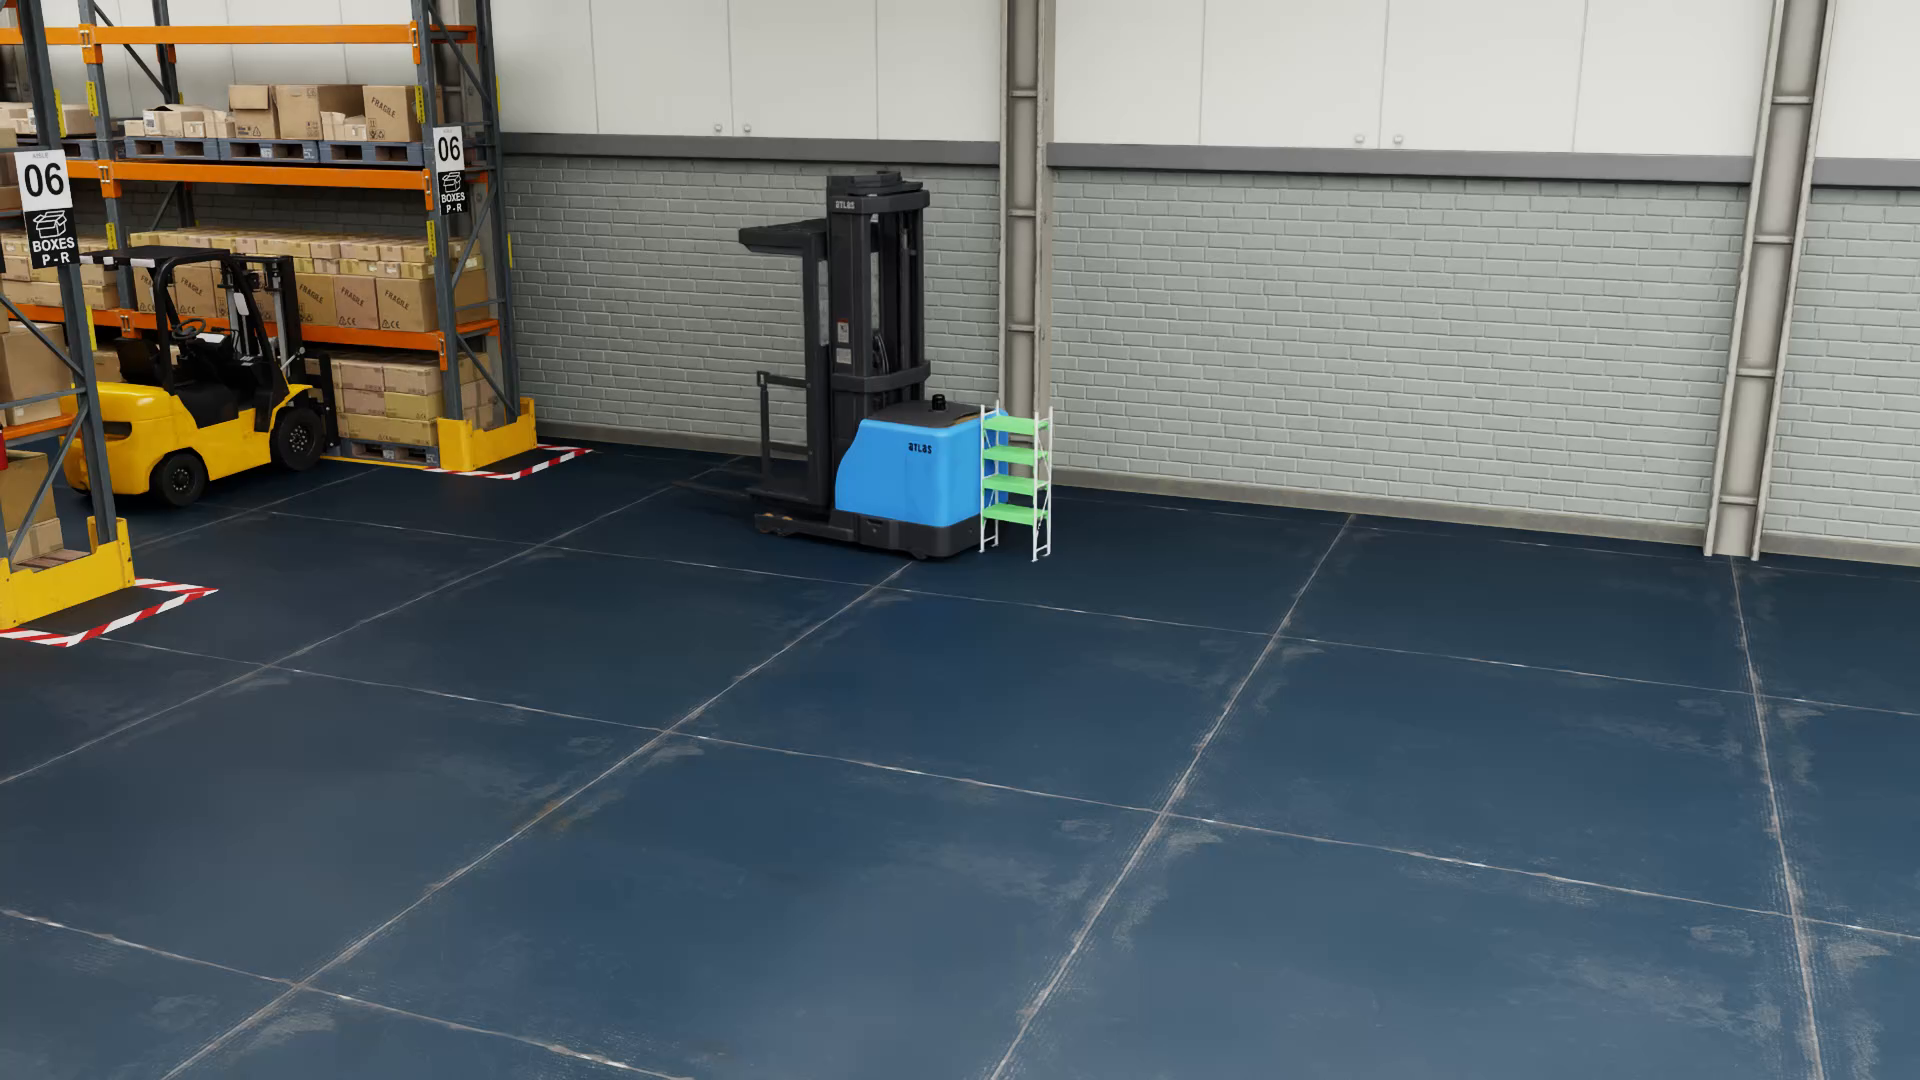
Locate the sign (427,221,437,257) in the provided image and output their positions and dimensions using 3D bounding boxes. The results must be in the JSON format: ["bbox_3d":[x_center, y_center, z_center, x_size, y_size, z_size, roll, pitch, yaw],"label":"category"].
[{"bbox_3d":[-4.890,-2.790,15.404,0.005,0.325,0.100,6,17,21],"label":"sign"}]

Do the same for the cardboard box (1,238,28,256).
[{"bbox_3d":[-9.998,-3.129,17.729,0.250,0.149,0.380,6,17,21],"label":"cardboard box"}]

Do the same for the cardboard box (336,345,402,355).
[{"bbox_3d":[-5.983,-1.824,16.960,0.500,0.250,0.500,6,17,20],"label":"cardboard box"}]

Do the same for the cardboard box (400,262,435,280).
[{"bbox_3d":[-5.104,-2.582,15.845,0.250,0.149,0.380,7,17,21],"label":"cardboard box"}]

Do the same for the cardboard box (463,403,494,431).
[{"bbox_3d":[-5.063,-1.242,16.750,0.500,0.250,0.500,6,17,21],"label":"cardboard box"}]

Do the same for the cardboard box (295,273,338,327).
[{"bbox_3d":[-6.189,-2.398,16.374,0.500,0.500,0.500,6,17,20],"label":"cardboard box"}]

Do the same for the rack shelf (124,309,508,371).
[{"bbox_3d":[-6.539,-2.119,16.883,4.000,0.370,1.077,6,17,21],"label":"rack shelf"}]

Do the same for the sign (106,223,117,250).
[{"bbox_3d":[-8.589,-3.045,16.849,0.005,0.325,0.100,6,17,21],"label":"sign"}]

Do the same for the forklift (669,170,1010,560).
[{"bbox_3d":[-1.108,-1.546,13.742,3.031,2.935,1.130,10,19,31],"label":"forklift"}]

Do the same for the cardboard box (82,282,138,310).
[{"bbox_3d":[-8.964,-2.581,17.452,0.500,0.250,0.500,7,17,22],"label":"cardboard box"}]

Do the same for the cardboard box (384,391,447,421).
[{"bbox_3d":[-5.246,-1.350,16.225,0.500,0.250,0.500,6,17,20],"label":"cardboard box"}]

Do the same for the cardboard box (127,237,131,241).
[{"bbox_3d":[-8.878,-3.161,17.840,0.250,0.149,0.380,6,17,19],"label":"cardboard box"}]

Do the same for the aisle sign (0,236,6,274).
[{"bbox_3d":[-6.545,-2.139,10.999,0.004,0.787,0.394,6,17,21],"label":"aisle sign"}]

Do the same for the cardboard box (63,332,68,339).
[{"bbox_3d":[-10.308,-1.939,18.477,0.625,0.625,0.875,6,17,18],"label":"cardboard box"}]

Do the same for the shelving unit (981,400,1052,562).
[{"bbox_3d":[0.442,-0.469,13.136,0.503,1.200,0.258,10,19,31],"label":"shelving unit"}]

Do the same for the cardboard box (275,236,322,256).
[{"bbox_3d":[-6.518,-2.900,16.405,0.250,0.149,0.380,7,17,21],"label":"cardboard box"}]

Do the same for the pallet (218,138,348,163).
[{"bbox_3d":[-6.465,-3.861,16.373,1.213,0.211,1.003,6,17,21],"label":"pallet"}]

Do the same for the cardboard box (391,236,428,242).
[{"bbox_3d":[-5.394,-2.911,16.444,0.250,0.149,0.380,7,17,22],"label":"cardboard box"}]

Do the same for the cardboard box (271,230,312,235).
[{"bbox_3d":[-6.812,-3.078,17.019,0.250,0.149,0.380,6,17,20],"label":"cardboard box"}]

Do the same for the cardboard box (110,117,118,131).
[{"bbox_3d":[-9.117,-4.376,17.506,0.250,0.149,0.380,6,17,21],"label":"cardboard box"}]

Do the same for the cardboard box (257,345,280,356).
[{"bbox_3d":[-7.125,-1.797,16.868,0.500,0.250,0.500,7,18,23],"label":"cardboard box"}]

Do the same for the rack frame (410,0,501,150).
[{"bbox_3d":[-4.678,-5.141,15.241,0.127,3.000,1.000,6,17,21],"label":"rack frame"}]

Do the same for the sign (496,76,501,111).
[{"bbox_3d":[-4.469,-4.302,16.020,0.005,0.325,0.100,6,17,21],"label":"sign"}]

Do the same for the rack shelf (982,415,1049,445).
[{"bbox_3d":[0.442,-0.868,13.020,0.480,0.148,0.258,10,19,31],"label":"rack shelf"}]

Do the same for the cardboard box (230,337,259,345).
[{"bbox_3d":[-7.394,-1.982,17.507,0.500,0.250,0.500,6,17,20],"label":"cardboard box"}]

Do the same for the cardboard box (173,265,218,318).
[{"bbox_3d":[-7.592,-2.555,16.915,0.500,0.500,0.500,7,17,22],"label":"cardboard box"}]

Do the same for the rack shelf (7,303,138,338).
[{"bbox_3d":[-10.260,-2.528,18.292,4.000,0.370,1.077,6,17,21],"label":"rack shelf"}]

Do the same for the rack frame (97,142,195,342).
[{"bbox_3d":[-8.399,-2.669,17.487,0.127,3.000,1.000,6,17,21],"label":"rack frame"}]

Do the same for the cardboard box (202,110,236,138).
[{"bbox_3d":[-7.130,-4.064,16.221,0.258,0.266,0.396,6,17,19],"label":"cardboard box"}]

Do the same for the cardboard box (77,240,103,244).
[{"bbox_3d":[-9.254,-3.066,17.513,0.250,0.149,0.380,6,17,21],"label":"cardboard box"}]

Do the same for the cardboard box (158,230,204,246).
[{"bbox_3d":[-7.929,-3.063,16.968,0.250,0.149,0.380,7,17,21],"label":"cardboard box"}]

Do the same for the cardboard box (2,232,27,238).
[{"bbox_3d":[-10.308,-3.305,18.335,0.250,0.149,0.380,7,18,22],"label":"cardboard box"}]

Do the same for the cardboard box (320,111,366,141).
[{"bbox_3d":[-5.797,-3.917,15.716,0.258,0.266,0.396,6,17,21],"label":"cardboard box"}]

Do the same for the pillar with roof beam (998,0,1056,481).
[{"bbox_3d":[-0.993,-3.716,10.332,0.400,9.000,9.100,6,17,21],"label":"pillar with roof beam"}]

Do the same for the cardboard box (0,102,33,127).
[{"bbox_3d":[-9.876,-4.406,17.317,0.500,0.311,0.500,6,17,19],"label":"cardboard box"}]

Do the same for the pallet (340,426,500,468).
[{"bbox_3d":[-5.405,-0.988,16.699,1.213,0.211,1.003,6,17,21],"label":"pallet"}]

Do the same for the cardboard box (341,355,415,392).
[{"bbox_3d":[-5.698,-1.638,16.322,0.500,0.250,0.500,7,17,22],"label":"cardboard box"}]

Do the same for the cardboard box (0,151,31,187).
[{"bbox_3d":[-6.866,-2.604,11.619,0.500,0.250,0.500,6,17,20],"label":"cardboard box"}]

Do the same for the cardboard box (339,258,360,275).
[{"bbox_3d":[-5.798,-2.671,16.152,0.250,0.149,0.380,6,17,20],"label":"cardboard box"}]

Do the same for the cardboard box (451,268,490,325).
[{"bbox_3d":[-5.037,-2.431,16.487,0.500,0.500,0.500,7,18,22],"label":"cardboard box"}]

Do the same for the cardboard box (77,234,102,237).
[{"bbox_3d":[-9.577,-3.240,18.110,0.250,0.149,0.380,6,17,21],"label":"cardboard box"}]

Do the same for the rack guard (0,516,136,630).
[{"bbox_3d":[-6.567,0.221,12.017,0.348,0.500,1.175,6,17,21],"label":"rack guard"}]

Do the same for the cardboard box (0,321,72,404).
[{"bbox_3d":[-6.835,-1.283,12.001,0.500,0.500,0.500,6,17,20],"label":"cardboard box"}]

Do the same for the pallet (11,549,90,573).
[{"bbox_3d":[-7.310,0.267,12.375,1.213,0.211,1.003,6,17,21],"label":"pallet"}]

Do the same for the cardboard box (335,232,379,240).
[{"bbox_3d":[-6.081,-3.013,16.795,0.250,0.149,0.380,6,17,19],"label":"cardboard box"}]

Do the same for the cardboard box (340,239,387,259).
[{"bbox_3d":[-5.787,-2.826,16.151,0.250,0.149,0.380,6,17,21],"label":"cardboard box"}]

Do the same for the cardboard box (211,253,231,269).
[{"bbox_3d":[-7.260,-2.811,16.632,0.250,0.149,0.380,6,17,20],"label":"cardboard box"}]

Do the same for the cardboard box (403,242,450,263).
[{"bbox_3d":[-5.089,-2.744,15.870,0.250,0.149,0.380,6,17,21],"label":"cardboard box"}]

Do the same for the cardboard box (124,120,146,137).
[{"bbox_3d":[-8.093,-4.114,16.602,0.250,0.149,0.380,7,17,22],"label":"cardboard box"}]

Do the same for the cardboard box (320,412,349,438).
[{"bbox_3d":[-6.153,-1.214,16.654,0.500,0.250,0.500,6,17,21],"label":"cardboard box"}]

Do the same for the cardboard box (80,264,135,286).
[{"bbox_3d":[-8.950,-2.821,17.383,0.500,0.250,0.500,6,17,19],"label":"cardboard box"}]

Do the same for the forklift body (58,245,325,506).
[{"bbox_3d":[-7.112,-1.573,15.235,1.214,2.155,2.313,6,17,21],"label":"forklift body"}]

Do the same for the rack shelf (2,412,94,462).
[{"bbox_3d":[-8.357,-0.831,12.447,4.000,0.370,1.077,6,17,21],"label":"rack shelf"}]

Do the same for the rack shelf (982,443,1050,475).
[{"bbox_3d":[0.442,-0.638,13.087,0.480,0.148,0.258,10,19,31],"label":"rack shelf"}]

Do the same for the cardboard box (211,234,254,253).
[{"bbox_3d":[-7.242,-2.962,16.621,0.250,0.149,0.380,6,17,20],"label":"cardboard box"}]

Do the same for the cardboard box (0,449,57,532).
[{"bbox_3d":[-7.167,-0.370,12.401,0.500,0.500,0.500,6,17,19],"label":"cardboard box"}]

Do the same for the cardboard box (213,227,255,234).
[{"bbox_3d":[-7.522,-3.157,17.292,0.250,0.149,0.380,6,17,20],"label":"cardboard box"}]
